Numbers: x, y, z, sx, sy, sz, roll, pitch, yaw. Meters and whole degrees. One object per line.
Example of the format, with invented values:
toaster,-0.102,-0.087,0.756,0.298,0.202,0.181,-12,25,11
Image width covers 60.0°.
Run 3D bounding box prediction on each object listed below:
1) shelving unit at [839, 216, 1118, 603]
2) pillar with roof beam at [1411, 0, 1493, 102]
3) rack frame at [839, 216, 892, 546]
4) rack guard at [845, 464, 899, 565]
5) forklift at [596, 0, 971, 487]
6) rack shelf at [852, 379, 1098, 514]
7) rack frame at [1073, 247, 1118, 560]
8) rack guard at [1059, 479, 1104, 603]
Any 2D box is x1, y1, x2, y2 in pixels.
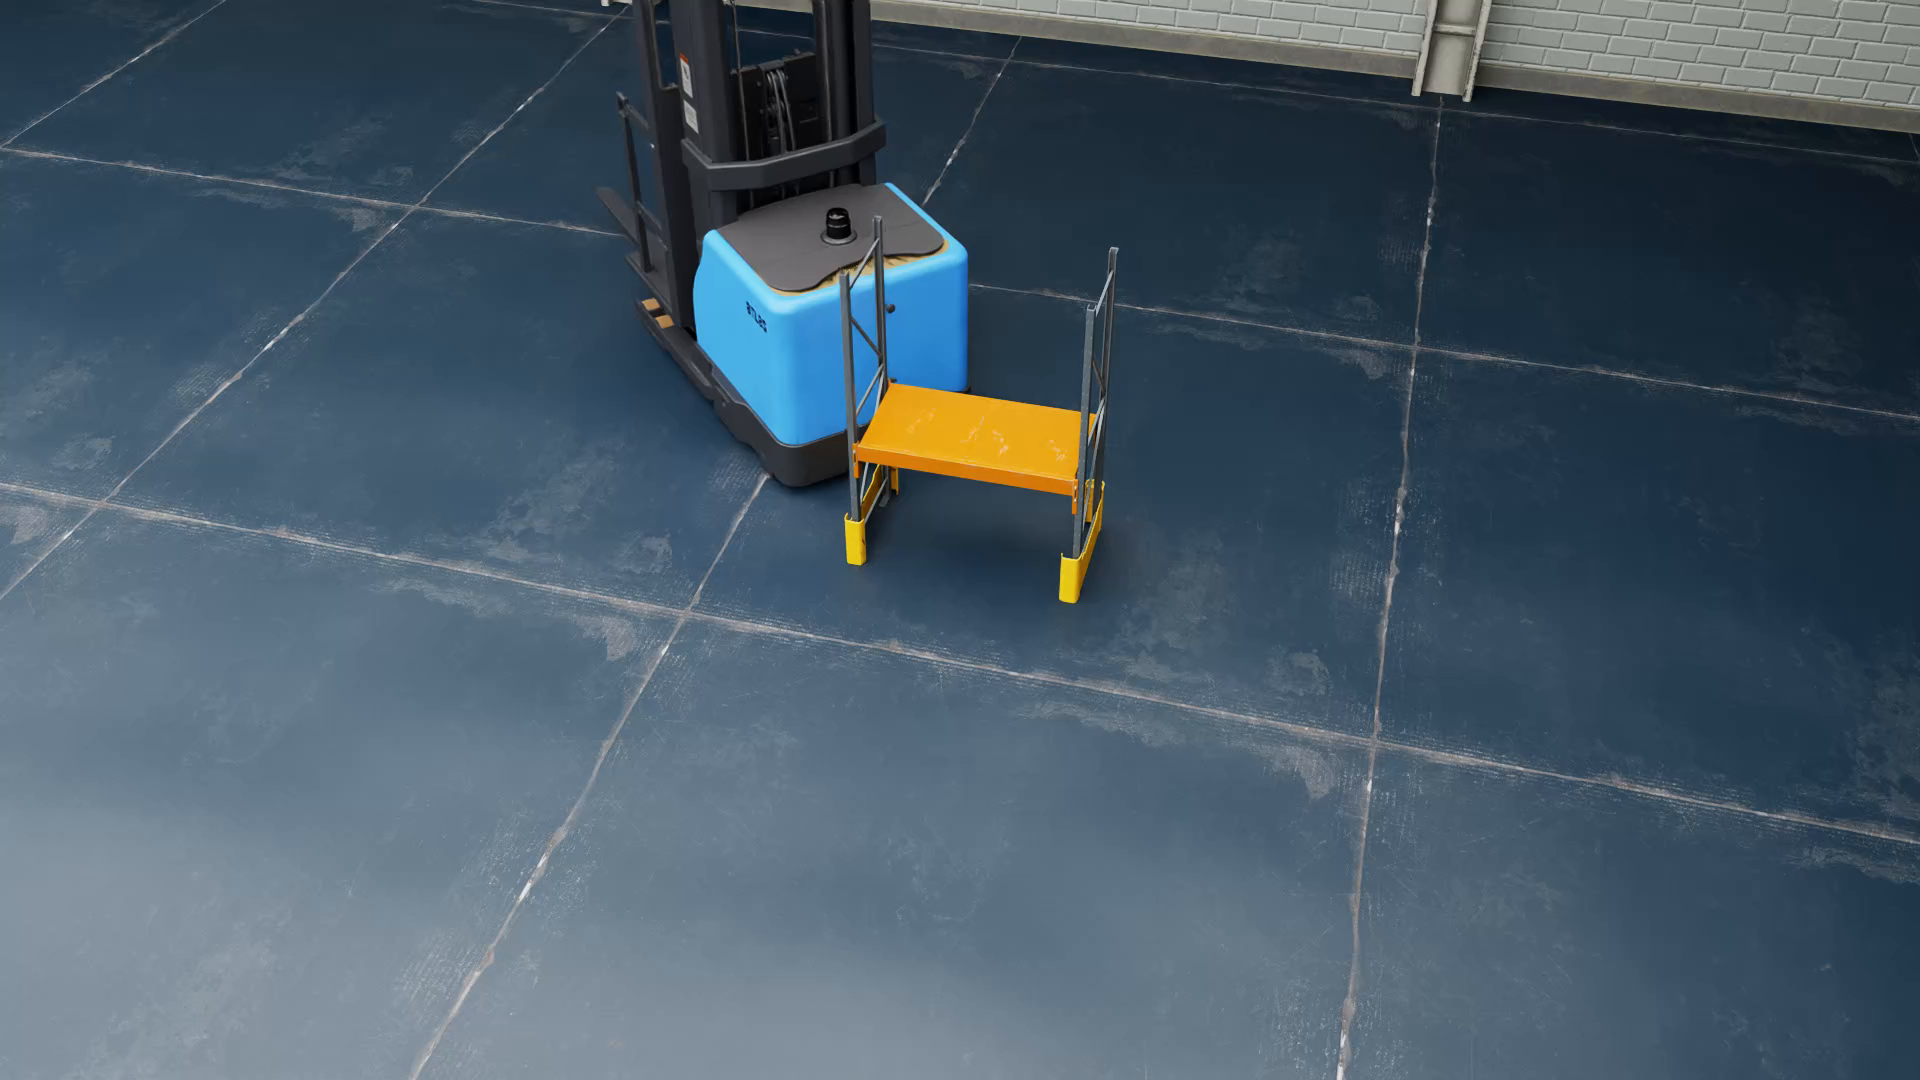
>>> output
shelving unit,0.074,-0.562,7.253,1.083,1.500,0.587,10,41,11
pillar with roof beam,2.207,-3.875,5.367,0.400,9.000,9.100,10,41,11
rack frame,-0.409,-0.645,7.351,0.032,1.500,0.500,10,41,11
rack guard,-0.407,-0.166,7.753,0.087,0.250,0.587,10,41,11
forklift,-1.120,-2.307,8.218,1.130,2.935,3.031,-20,44,-23
rack shelf,0.082,-0.422,7.366,1.000,0.185,0.538,10,41,11
rack frame,0.573,-0.476,7.150,0.032,1.500,0.500,10,41,11
rack guard,0.555,0.000,7.556,0.087,0.250,0.587,10,41,11
